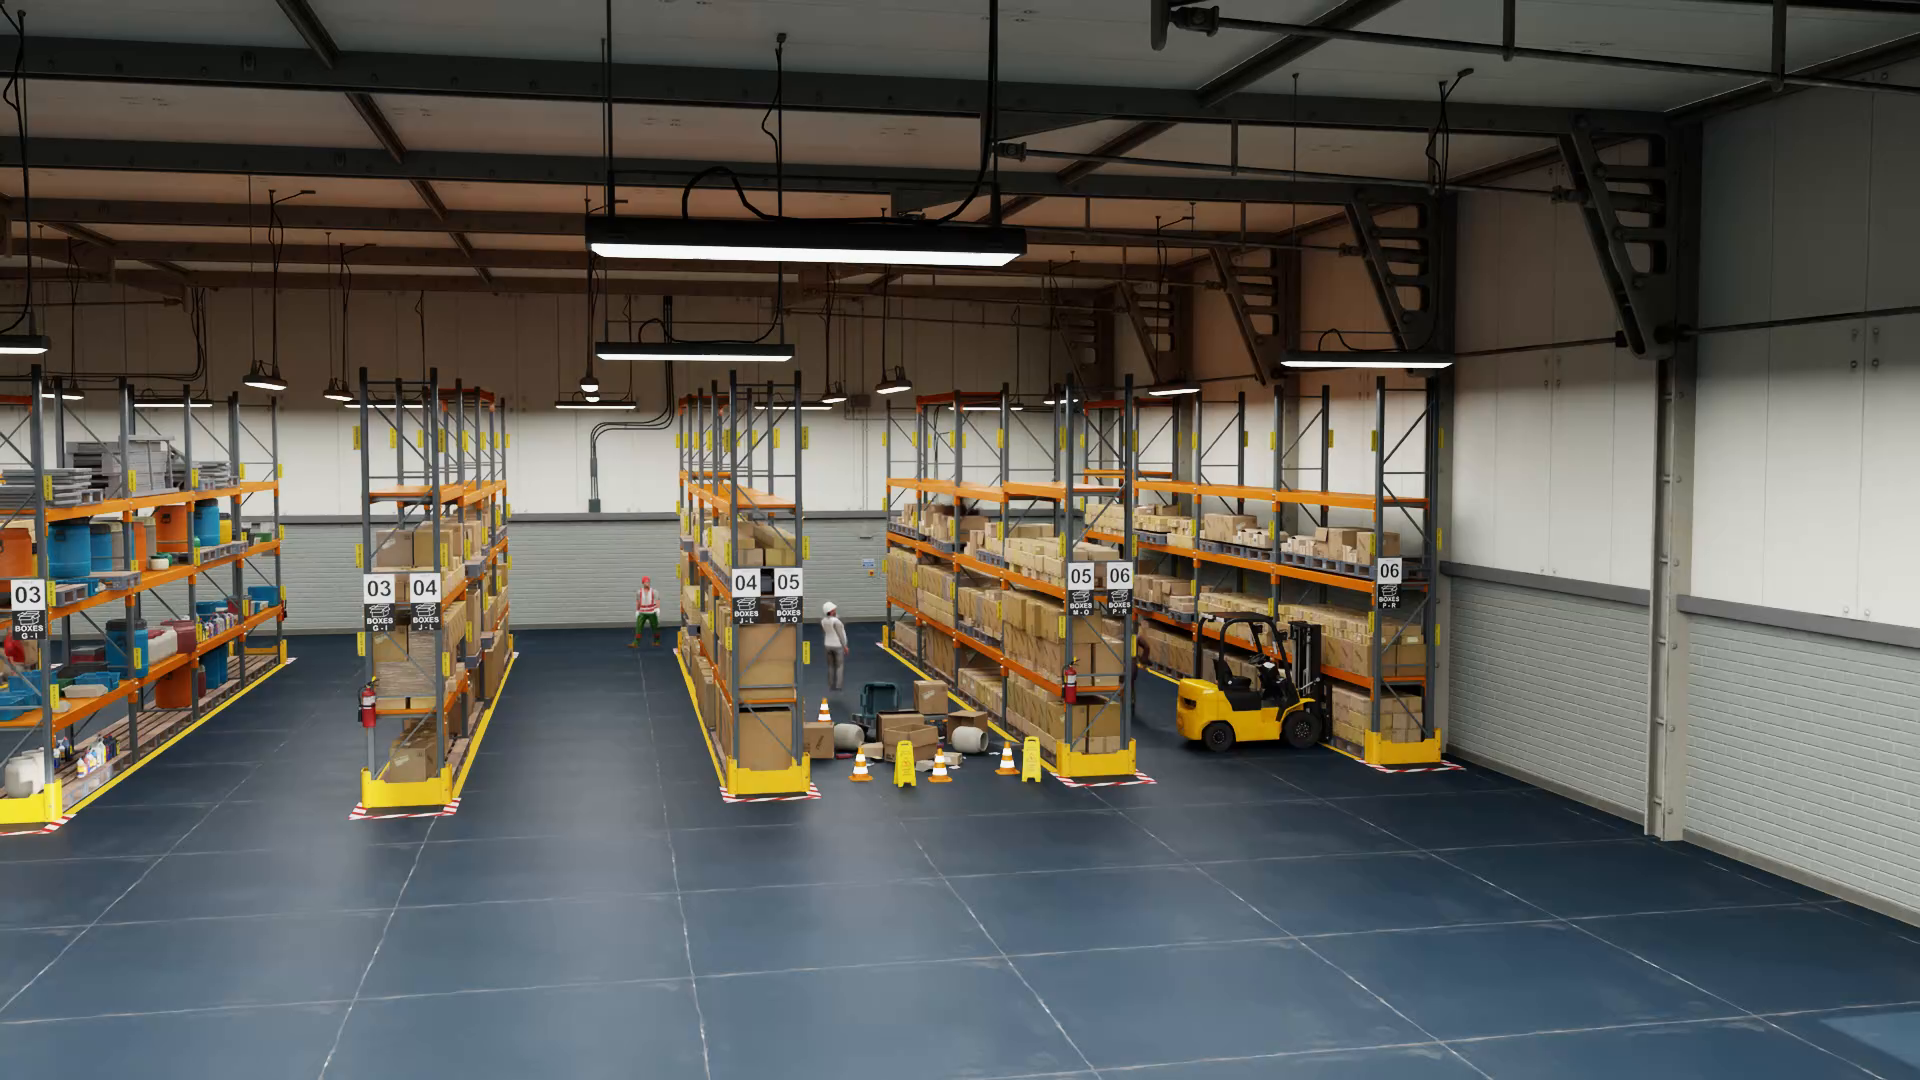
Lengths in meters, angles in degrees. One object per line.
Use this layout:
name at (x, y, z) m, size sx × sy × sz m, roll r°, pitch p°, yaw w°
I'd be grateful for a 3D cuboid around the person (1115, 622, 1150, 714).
person at (3.064, 2.340, 30.356) m, size 0.751 × 1.756 × 0.681 m, roll 0°, pitch 3°, yaw -8°

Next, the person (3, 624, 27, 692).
person at (-17.043, 2.354, 29.885) m, size 0.534 × 1.714 × 0.641 m, roll 3°, pitch 5°, yaw 42°

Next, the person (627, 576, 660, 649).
person at (-7.506, 1.736, 39.826) m, size 0.736 × 1.715 × 1.095 m, roll 1°, pitch 4°, yaw 17°

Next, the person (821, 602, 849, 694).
person at (-2.382, 2.067, 32.175) m, size 0.572 × 1.754 × 0.583 m, roll 2°, pitch 4°, yaw 26°
